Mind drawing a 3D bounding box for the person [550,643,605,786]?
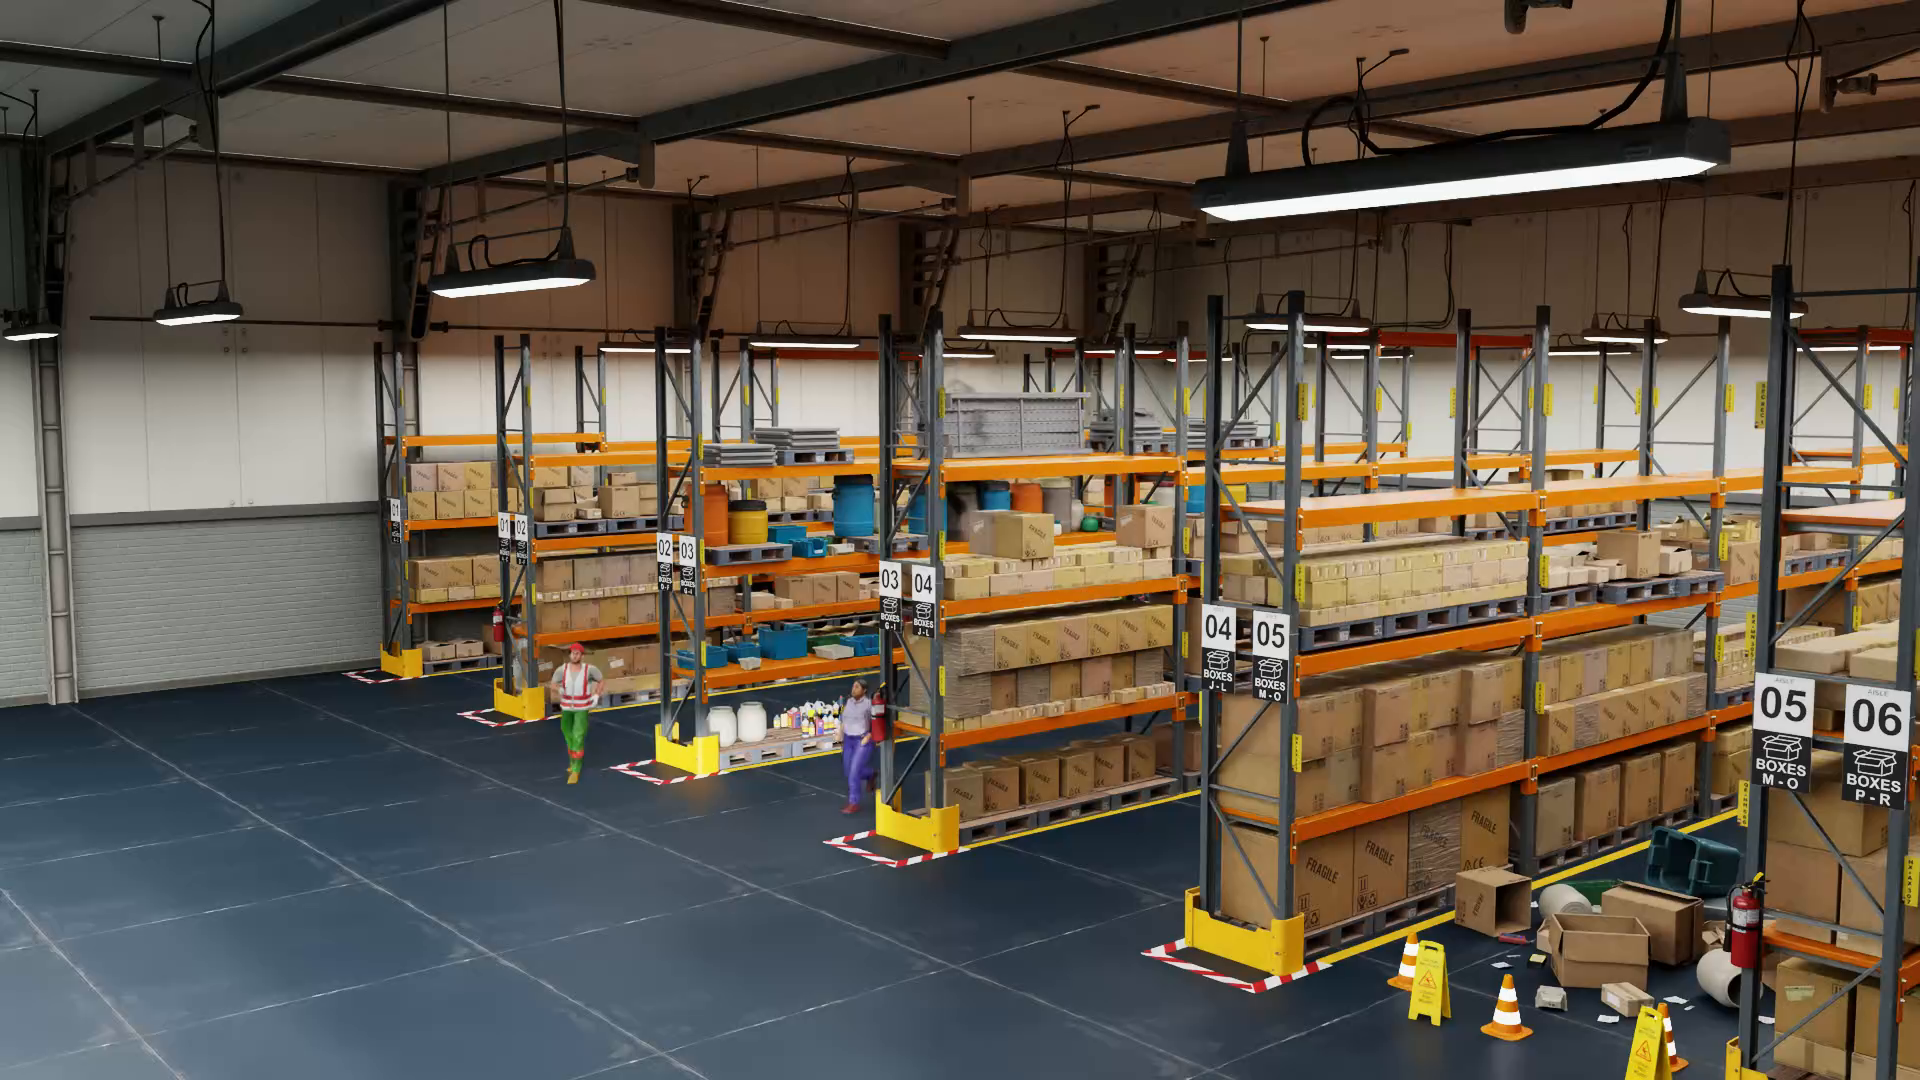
[{"bbox_3d":[-5.075,2.269,21.950,0.667,1.836,0.749,0,5,5],"label":"person"}]

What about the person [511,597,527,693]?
[{"bbox_3d":[-7.308,1.727,28.182,0.964,1.714,0.724,-5,7,-43],"label":"person"}]

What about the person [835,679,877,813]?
[{"bbox_3d":[-1.205,2.511,20.497,0.609,1.622,0.731,4,7,38],"label":"person"}]
